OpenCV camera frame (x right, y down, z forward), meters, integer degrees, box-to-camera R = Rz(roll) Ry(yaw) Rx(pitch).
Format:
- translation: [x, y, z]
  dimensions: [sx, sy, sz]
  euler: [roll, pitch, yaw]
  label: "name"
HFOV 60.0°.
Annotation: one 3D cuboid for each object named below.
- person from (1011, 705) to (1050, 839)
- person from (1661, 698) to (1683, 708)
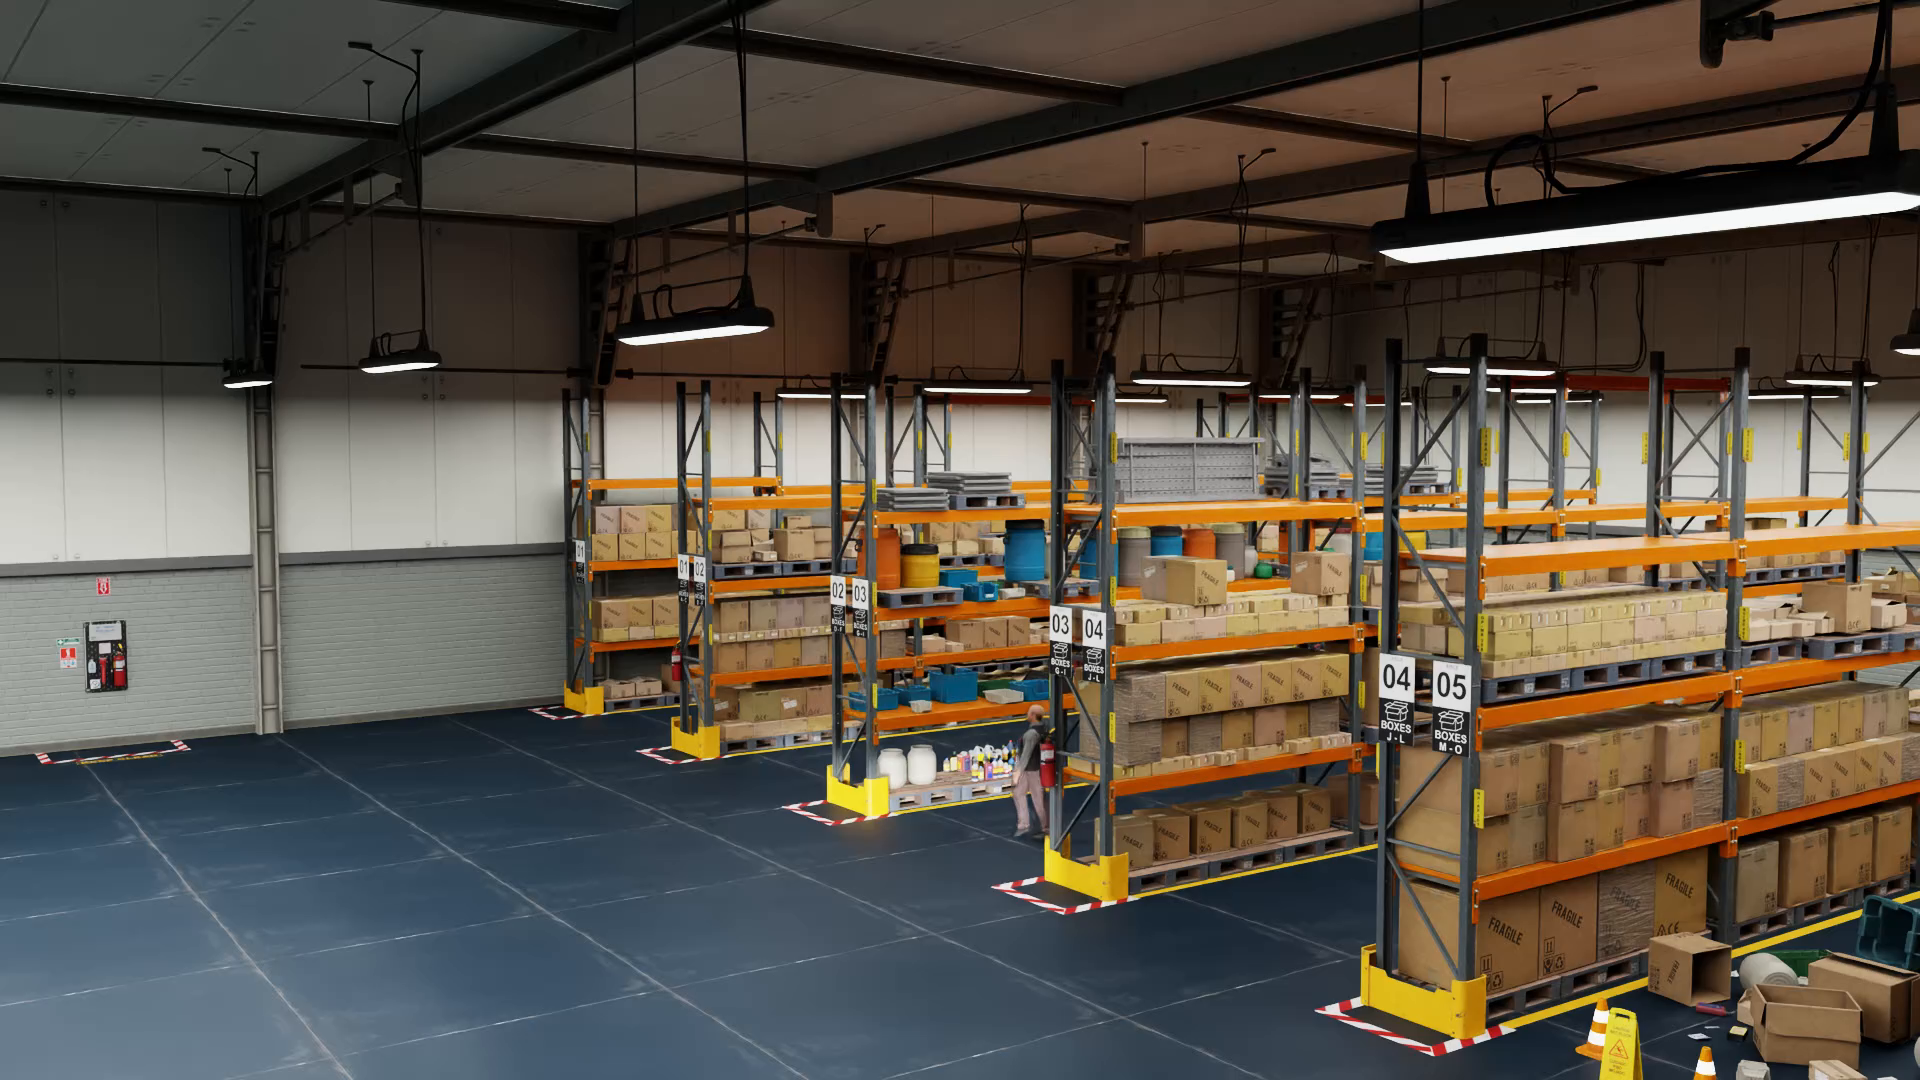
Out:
- translation: [0.932, 2.973, 21.087]
  dimensions: [0.586, 1.786, 0.518]
  euler: [0, 4, 3]
  label: "person"
- translation: [9.608, 2.893, 22.554]
  dimensions: [1.007, 1.611, 0.577]
  euler: [-2, 4, -30]
  label: "person"
